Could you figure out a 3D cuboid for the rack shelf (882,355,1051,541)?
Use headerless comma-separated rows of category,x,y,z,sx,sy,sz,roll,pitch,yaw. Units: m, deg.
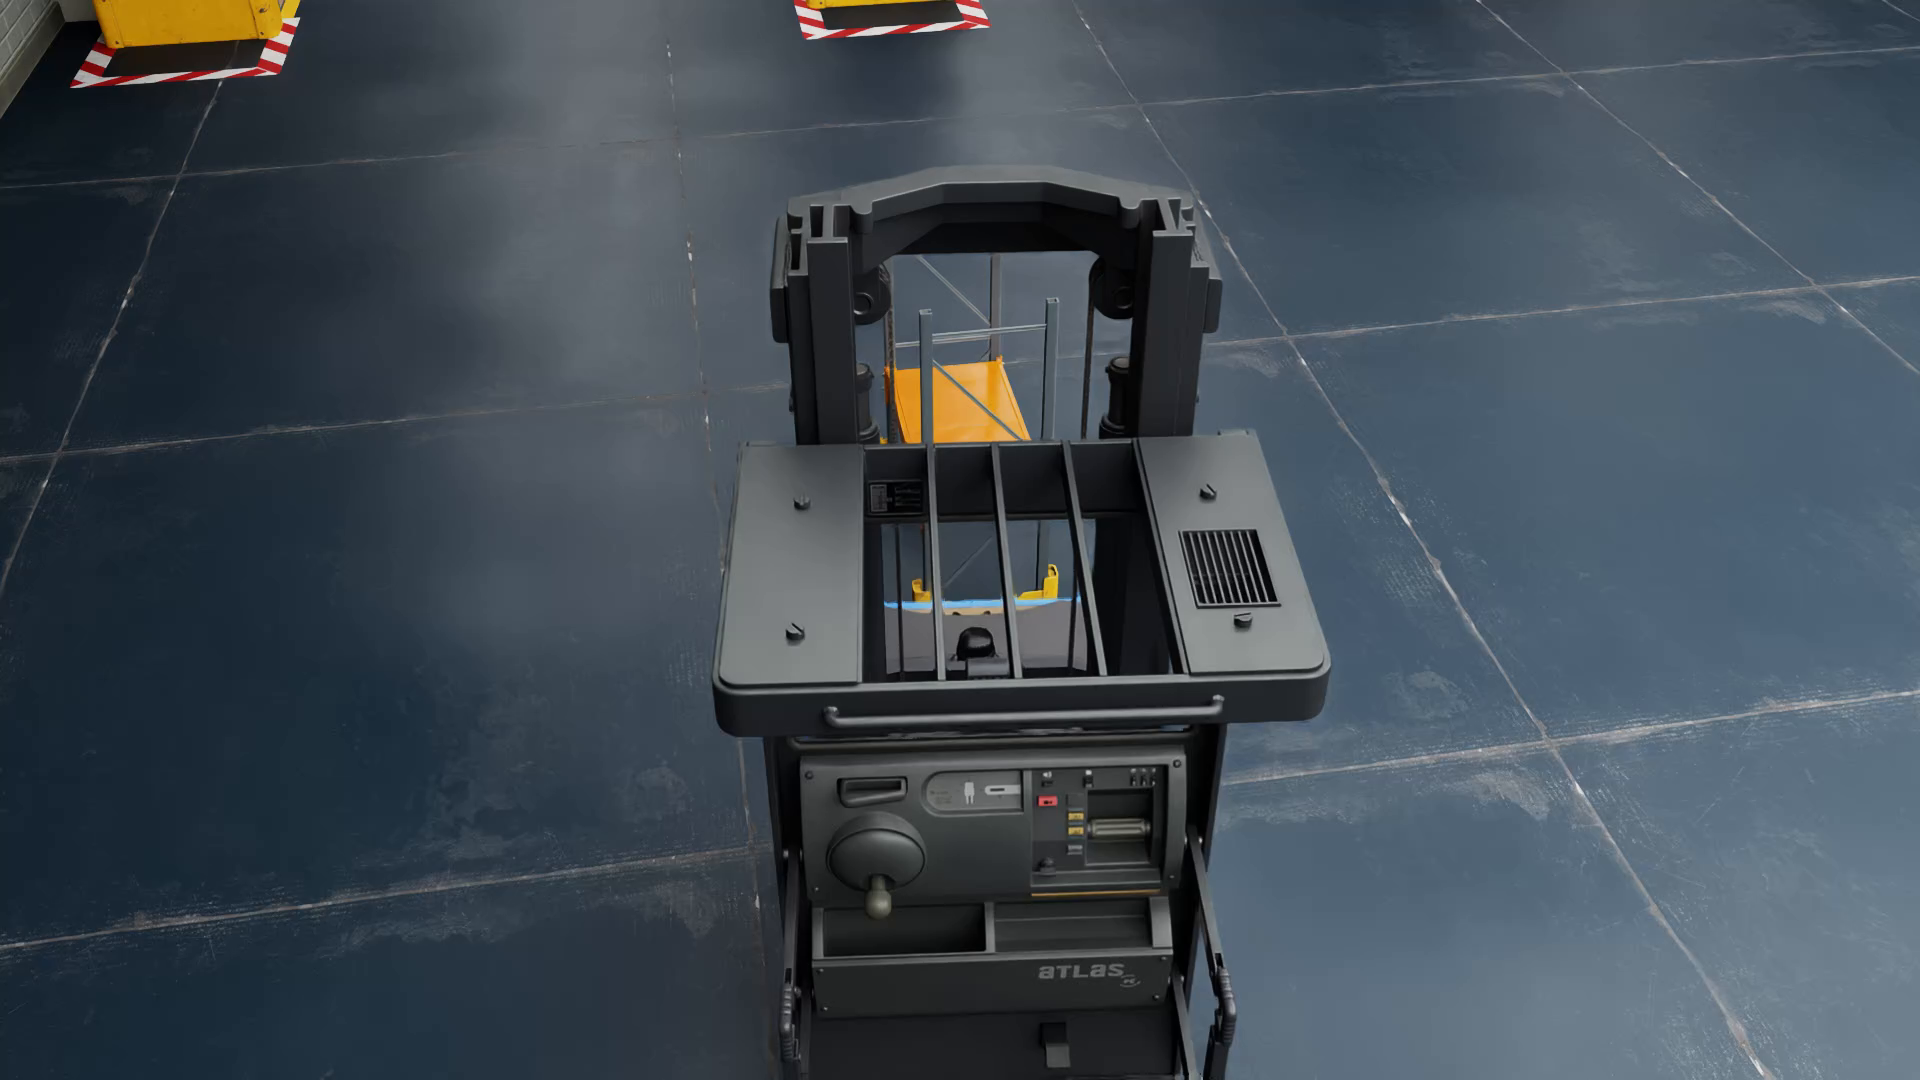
rack shelf,0.015,-0.399,6.834,0.538,0.185,1.000,-6,38,-8

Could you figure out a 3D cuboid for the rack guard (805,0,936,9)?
rack guard,-0.578,-4.292,12.368,1.175,0.500,0.348,-6,38,-8

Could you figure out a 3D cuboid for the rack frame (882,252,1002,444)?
rack frame,-0.074,-0.848,7.119,0.500,1.500,0.032,-6,38,-8

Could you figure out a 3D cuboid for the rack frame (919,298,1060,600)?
rack frame,0.104,-0.234,6.328,0.500,1.500,0.032,-6,38,-8

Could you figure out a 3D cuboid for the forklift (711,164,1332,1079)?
forklift,0.094,0.778,3.860,1.130,2.935,3.031,-2,38,-2

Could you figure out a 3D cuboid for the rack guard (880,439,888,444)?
rack guard,-0.074,-0.353,7.501,0.587,0.250,0.087,-6,38,-8

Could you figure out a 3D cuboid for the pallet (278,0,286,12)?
pallet,-5.579,-4.198,12.482,1.003,0.211,1.213,-6,38,-8

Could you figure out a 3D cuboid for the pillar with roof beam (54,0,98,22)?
pillar with roof beam,-2.194,-7.921,10.111,9.100,9.000,0.400,-6,38,-8

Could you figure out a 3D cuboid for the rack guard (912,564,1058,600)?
rack guard,0.101,0.248,6.727,0.587,0.250,0.087,-6,38,-8

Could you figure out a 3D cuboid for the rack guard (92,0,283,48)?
rack guard,-5.472,-3.818,11.757,1.175,0.500,0.348,-6,38,-8

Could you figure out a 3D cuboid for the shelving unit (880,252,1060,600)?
shelving unit,0.013,-0.546,6.731,0.587,1.500,1.083,-6,38,-8
